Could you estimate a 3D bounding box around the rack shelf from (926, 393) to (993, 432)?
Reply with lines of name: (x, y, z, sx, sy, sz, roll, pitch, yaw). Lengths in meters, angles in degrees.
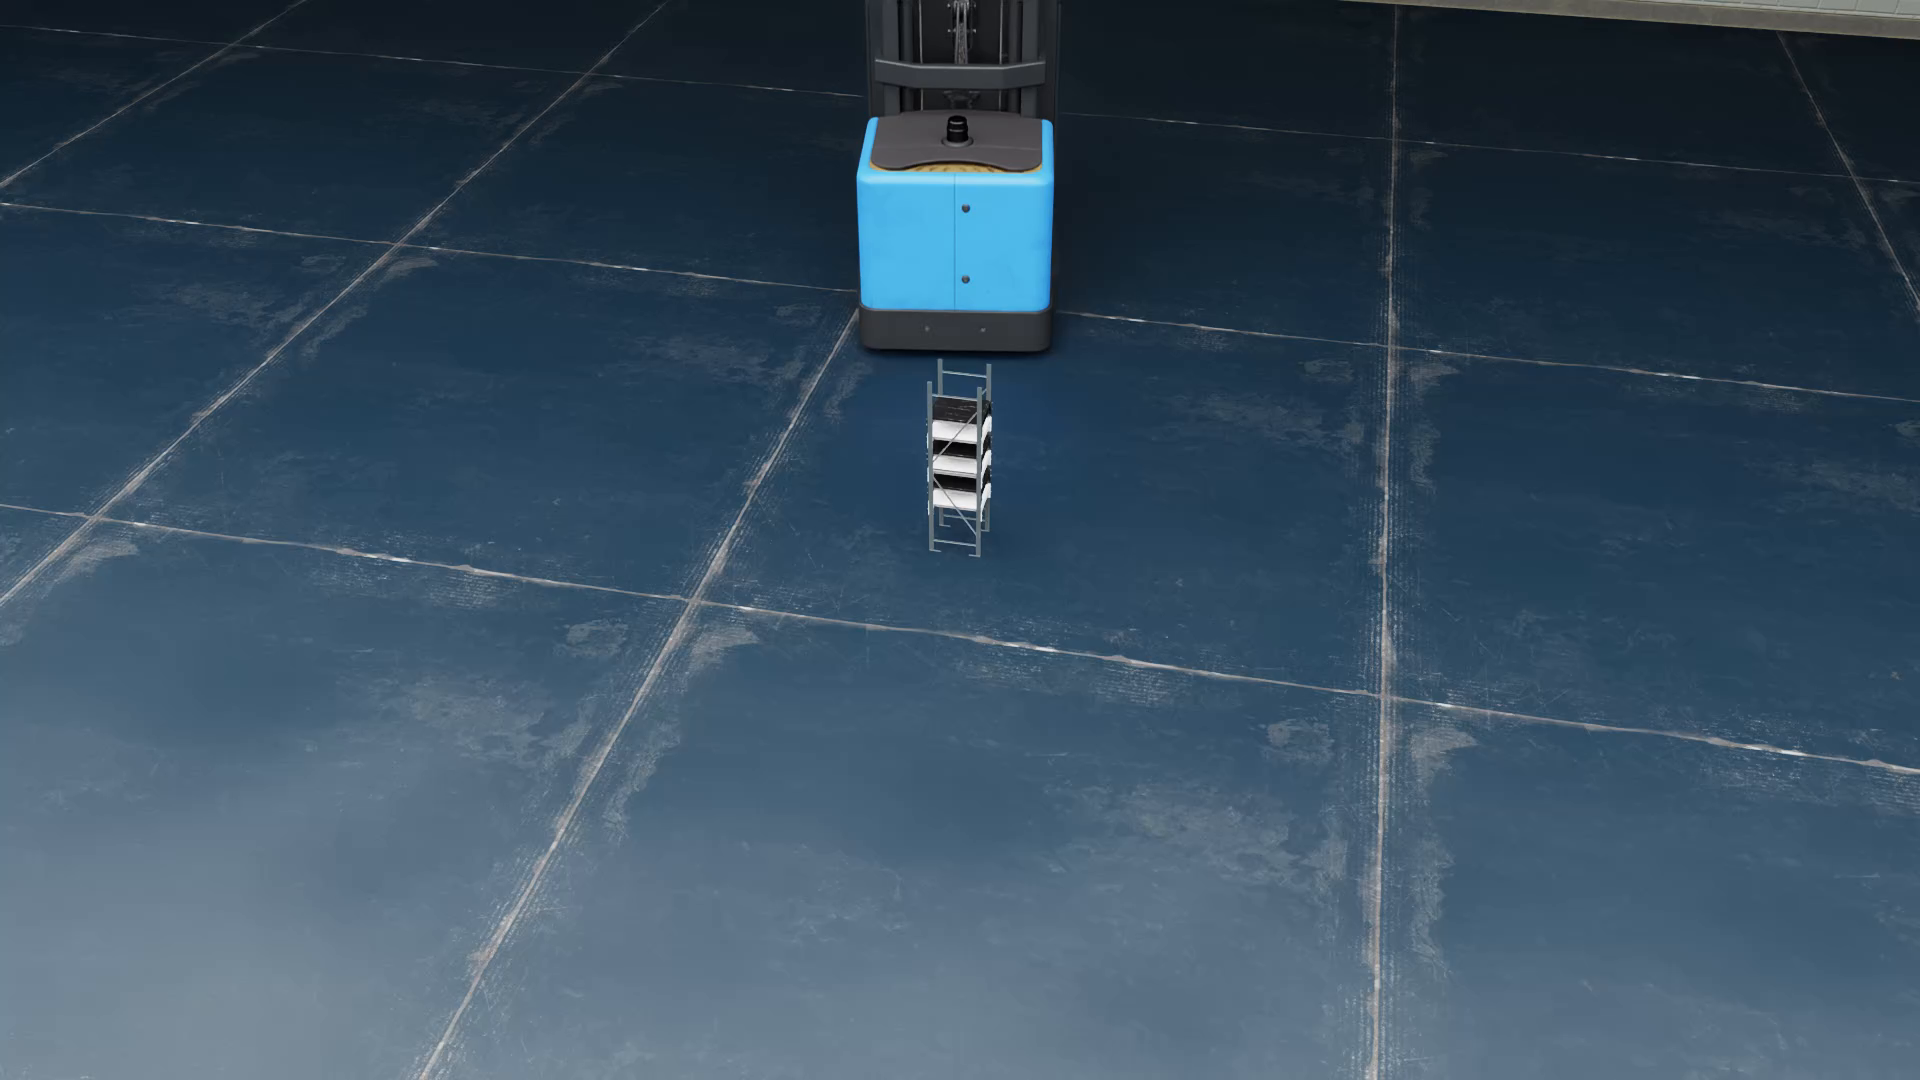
rack shelf: (-0.002, -0.551, 7.341, 0.258, 0.077, 0.200, 7, 37, 10)

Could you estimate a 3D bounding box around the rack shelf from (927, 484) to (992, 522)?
rack shelf: (-0.002, -0.187, 7.605, 0.258, 0.077, 0.200, 7, 37, 10)

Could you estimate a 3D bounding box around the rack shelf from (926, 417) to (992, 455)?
rack shelf: (-0.002, -0.478, 7.393, 0.258, 0.077, 0.200, 7, 37, 10)

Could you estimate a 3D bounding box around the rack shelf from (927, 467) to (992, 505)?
rack shelf: (-0.002, -0.260, 7.552, 0.258, 0.077, 0.200, 7, 37, 10)

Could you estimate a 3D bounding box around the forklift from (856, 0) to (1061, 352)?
forklift: (0.027, -3.048, 9.458, 1.130, 2.935, 3.031, 1, 36, 2)

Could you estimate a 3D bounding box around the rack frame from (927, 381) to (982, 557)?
rack frame: (-0.023, -0.301, 7.399, 0.240, 0.900, 0.006, 7, 37, 10)

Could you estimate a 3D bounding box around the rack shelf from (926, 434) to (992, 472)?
rack shelf: (-0.002, -0.406, 7.446, 0.258, 0.077, 0.200, 7, 37, 10)

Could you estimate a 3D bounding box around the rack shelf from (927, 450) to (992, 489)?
rack shelf: (-0.002, -0.333, 7.499, 0.258, 0.077, 0.200, 7, 37, 10)

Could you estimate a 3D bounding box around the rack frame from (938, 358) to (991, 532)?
rack frame: (0.020, -0.418, 7.560, 0.240, 0.900, 0.006, 7, 37, 10)

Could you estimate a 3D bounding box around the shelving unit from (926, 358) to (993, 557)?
shelving unit: (-0.002, -0.360, 7.480, 0.258, 0.900, 0.210, 7, 37, 10)
